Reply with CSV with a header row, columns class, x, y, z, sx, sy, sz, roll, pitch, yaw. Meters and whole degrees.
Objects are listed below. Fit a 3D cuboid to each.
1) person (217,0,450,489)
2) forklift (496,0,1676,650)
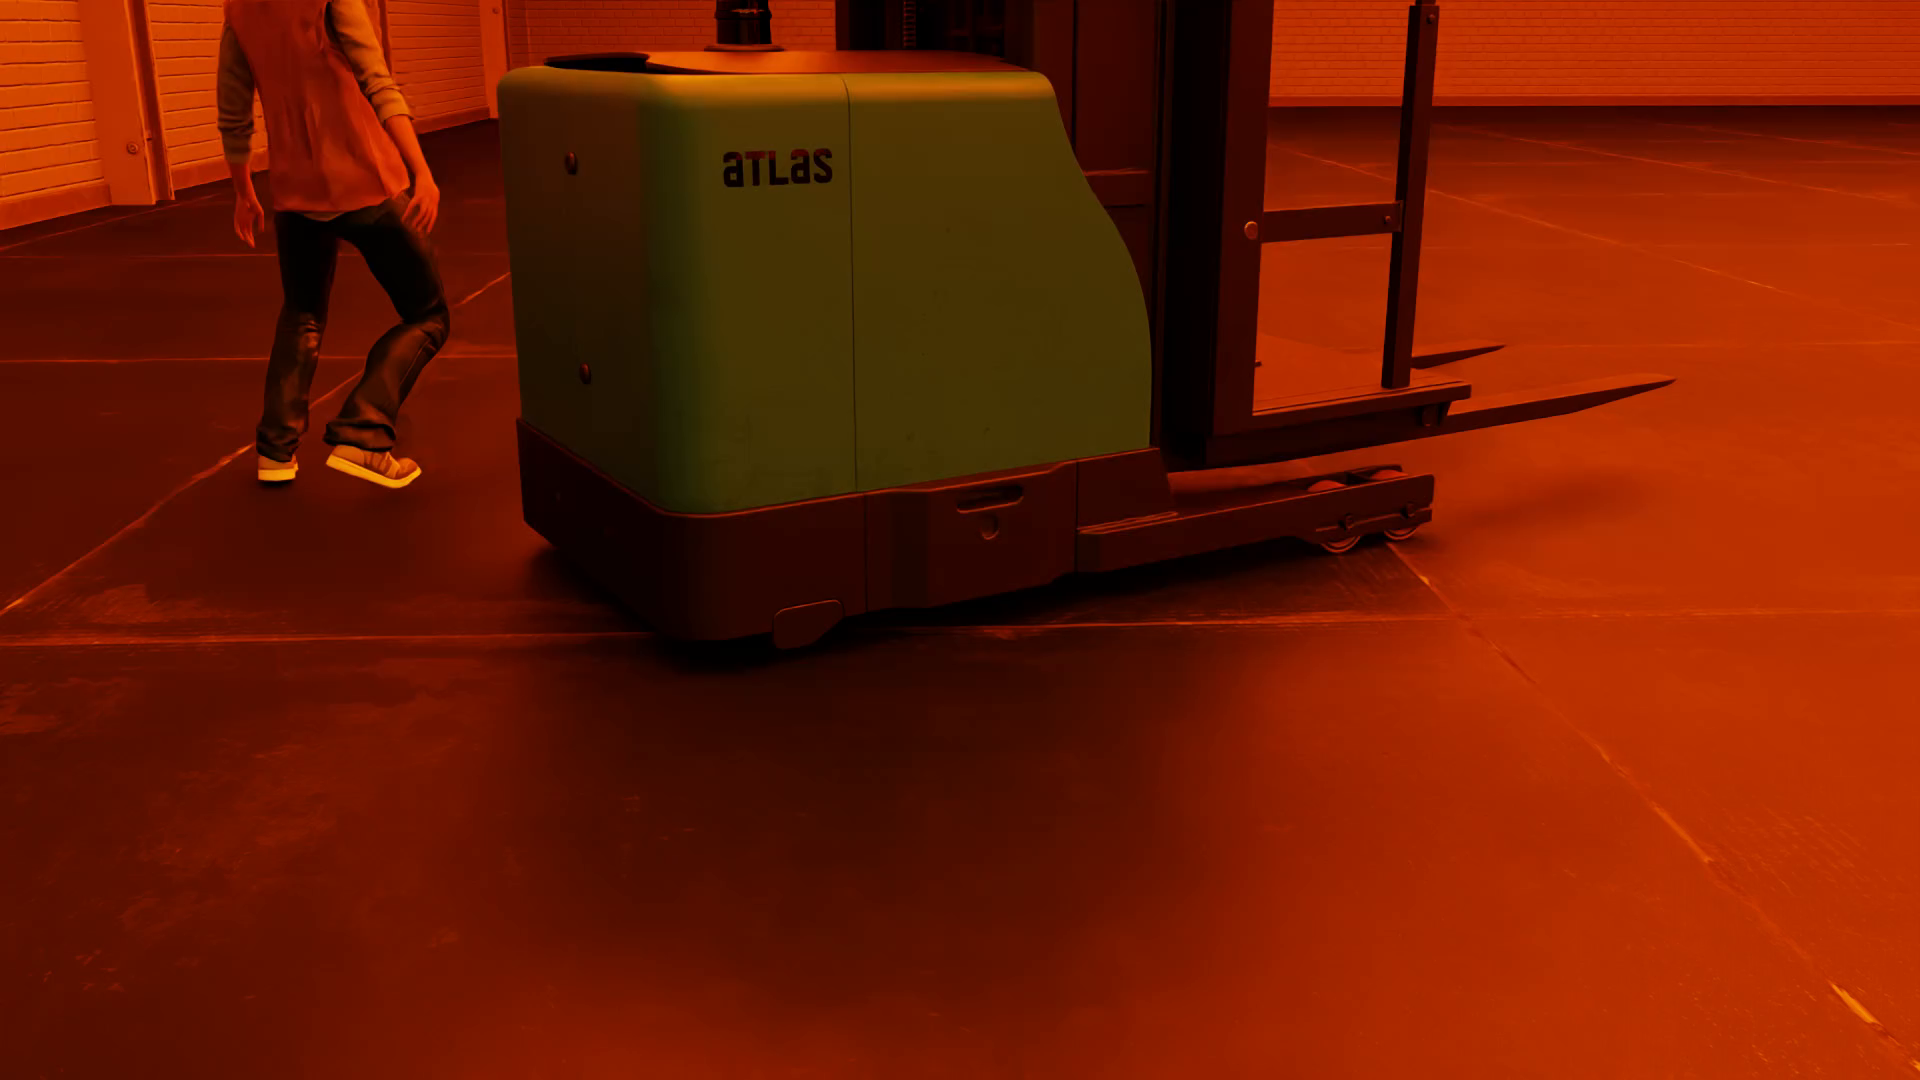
class,x,y,z,sx,sy,sz,roll,pitch,yaw
person,-1.584,-0.865,4.167,0.744,1.523,0.444,7,19,23
forklift,0.524,-1.493,3.789,3.031,2.935,1.130,-10,20,-29
